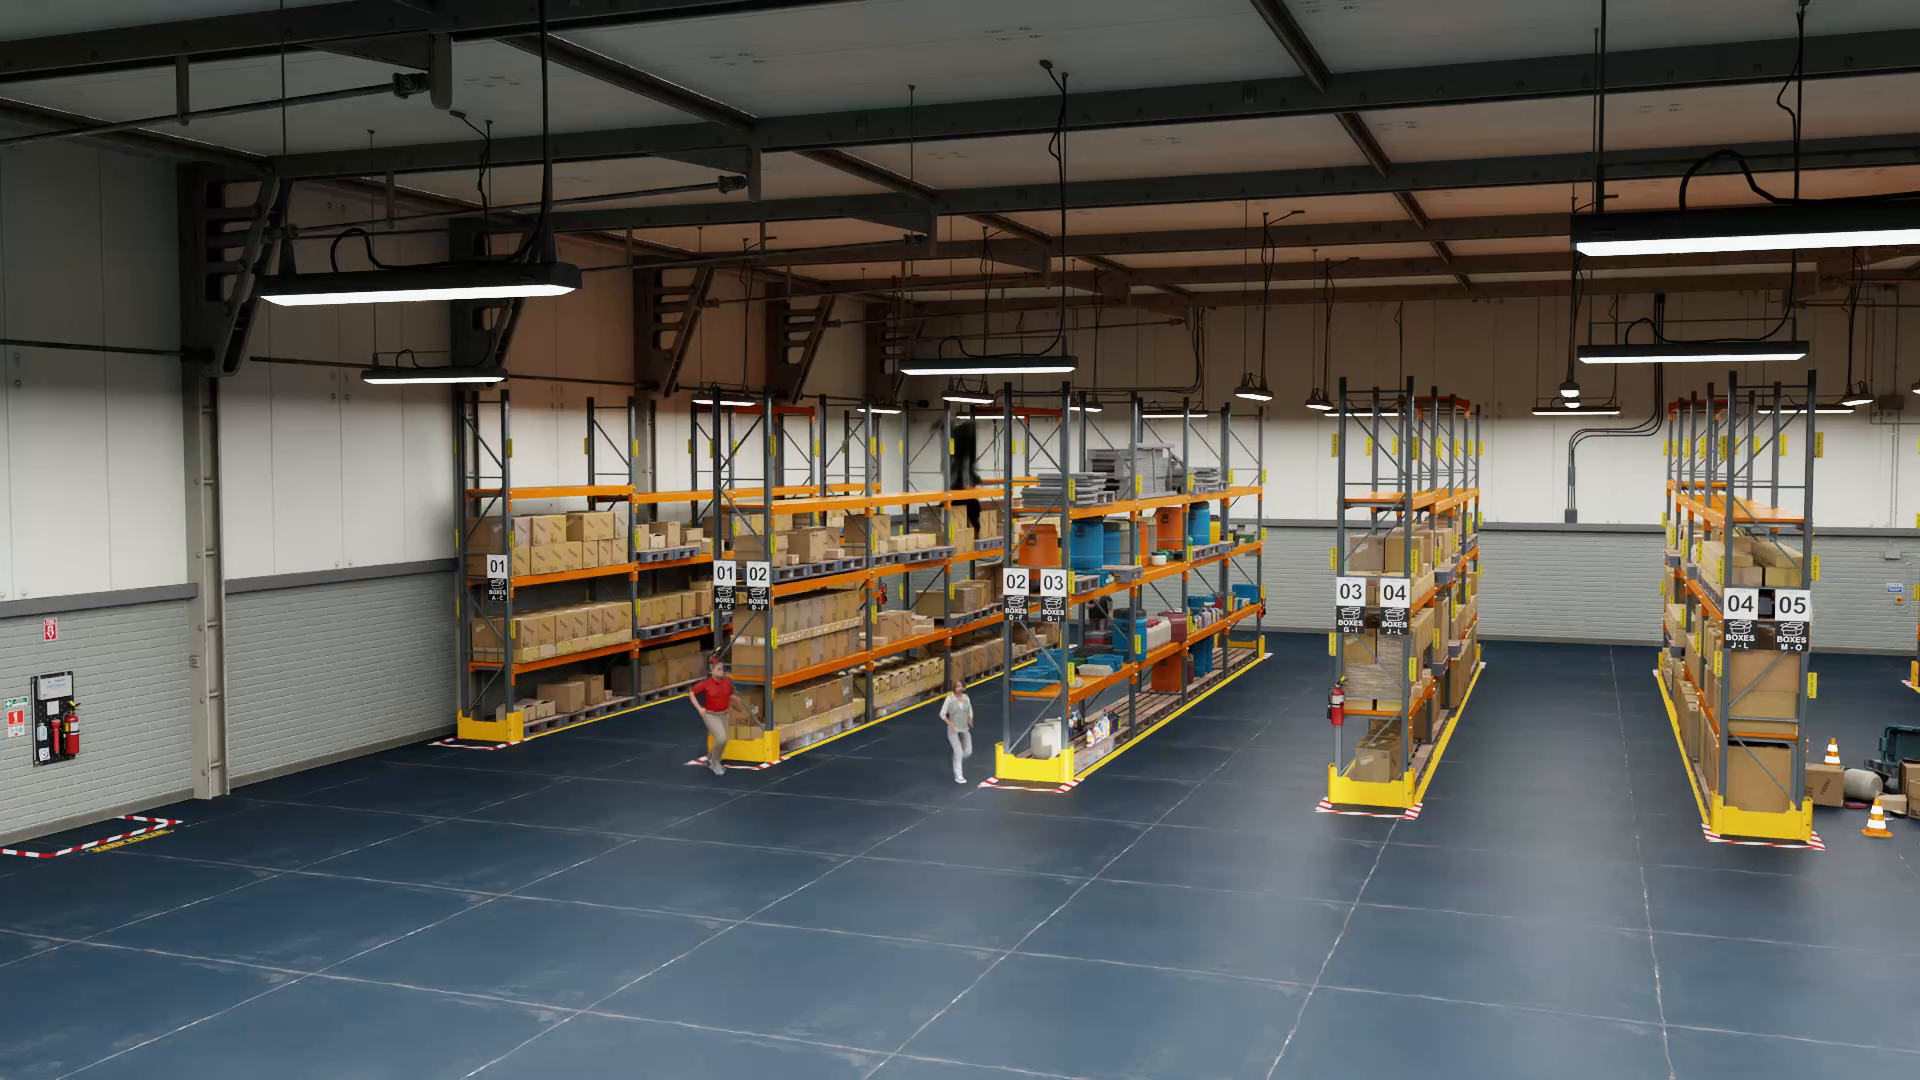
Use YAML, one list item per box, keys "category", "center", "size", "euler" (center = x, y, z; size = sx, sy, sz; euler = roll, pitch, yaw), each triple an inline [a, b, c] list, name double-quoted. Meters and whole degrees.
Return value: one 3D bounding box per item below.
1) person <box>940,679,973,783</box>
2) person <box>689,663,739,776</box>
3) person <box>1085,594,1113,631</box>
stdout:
- category: "person"
  center: [-0.045, 2.853, 24.901]
  size: [0.520, 1.554, 0.532]
  euler: [-1, 3, -23]
- category: "person"
  center: [-3.727, 2.758, 25.486]
  size: [0.787, 1.743, 0.698]
  euler: [3, 4, 41]
- category: "person"
  center: [3.090, 1.790, 37.330]
  size: [0.645, 1.753, 0.885]
  euler: [1, 3, 9]
